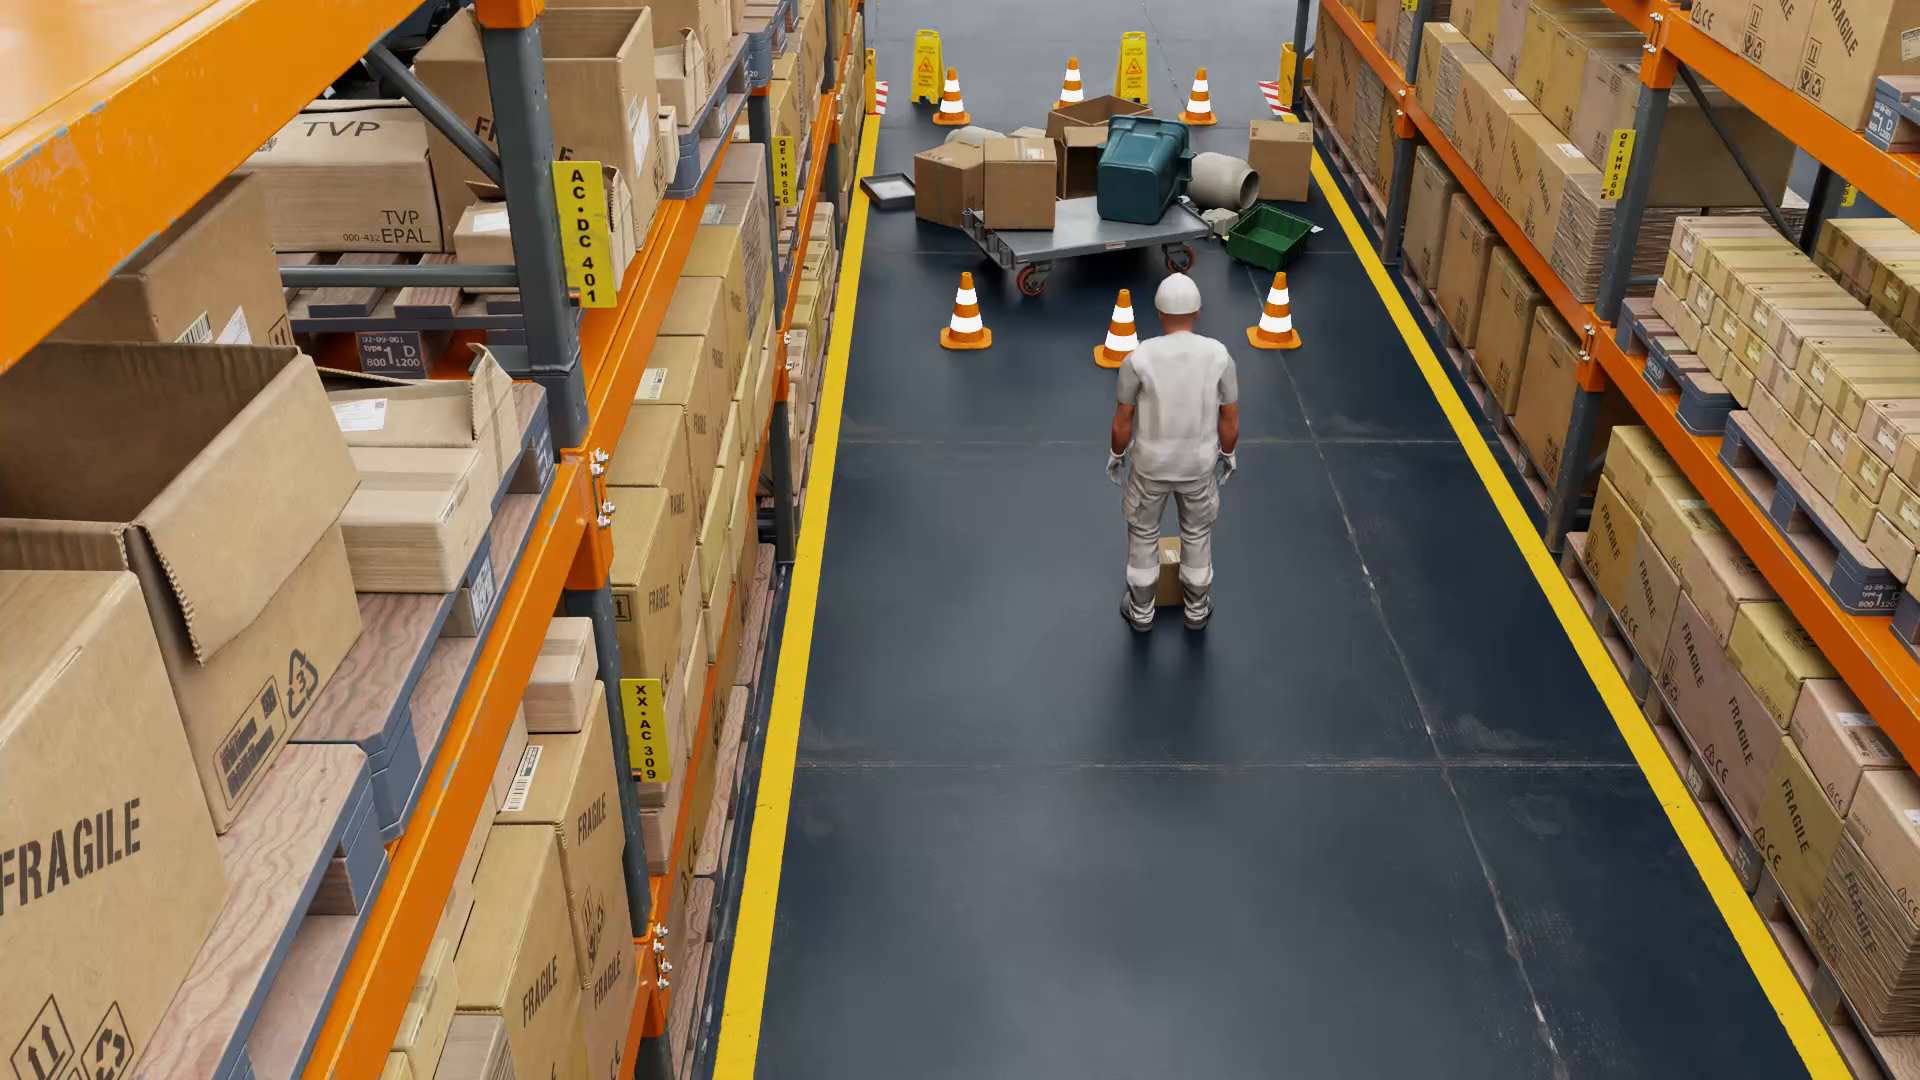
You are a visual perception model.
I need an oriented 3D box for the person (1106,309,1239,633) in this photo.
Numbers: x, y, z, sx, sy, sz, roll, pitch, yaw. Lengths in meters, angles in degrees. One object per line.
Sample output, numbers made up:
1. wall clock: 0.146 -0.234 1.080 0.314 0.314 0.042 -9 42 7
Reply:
1. person: 13.390 -4.676 14.868 25.370 1.733 17.172 0 31 0
